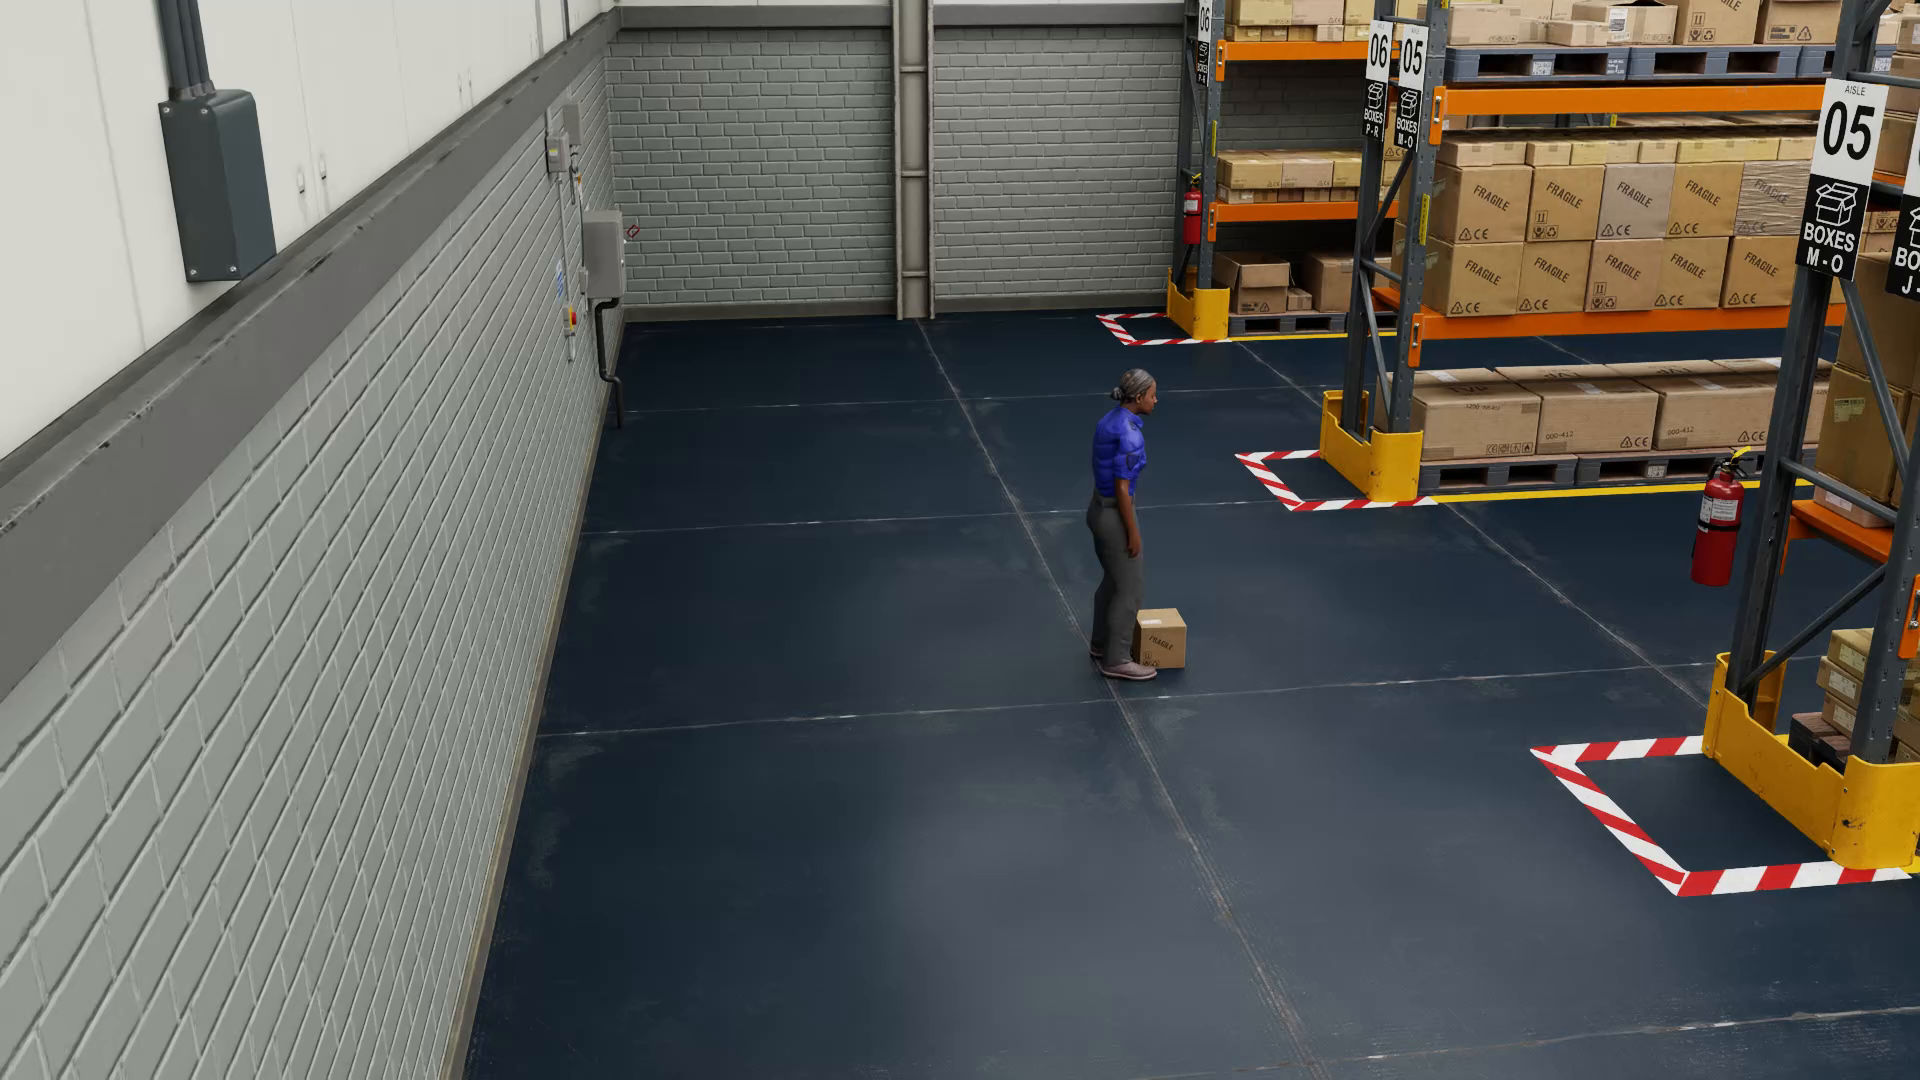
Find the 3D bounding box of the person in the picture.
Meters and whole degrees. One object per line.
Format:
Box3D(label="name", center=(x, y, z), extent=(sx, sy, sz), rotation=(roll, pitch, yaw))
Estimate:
Box3D(label="person", center=(0.858, -0.098, 8.851), extent=(0.350, 1.654, 0.503), rotation=(-3, 20, -8))
